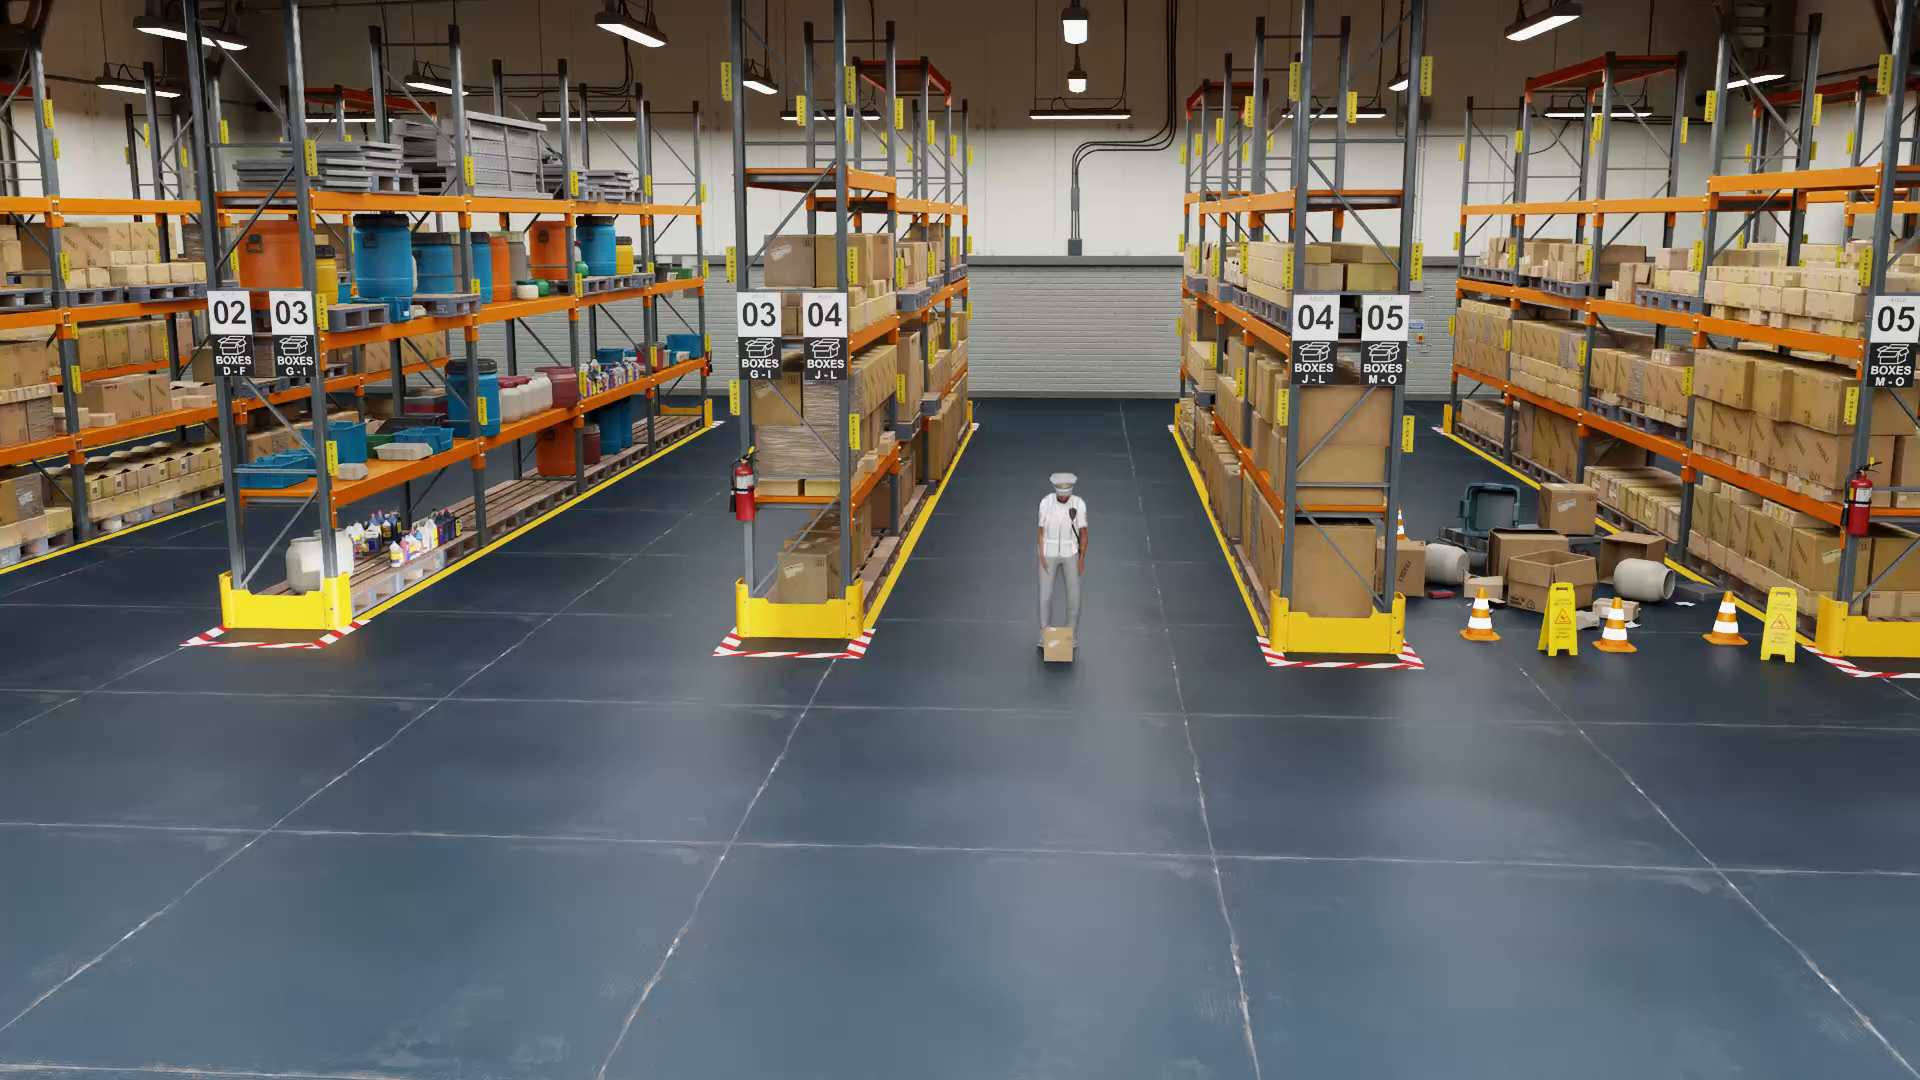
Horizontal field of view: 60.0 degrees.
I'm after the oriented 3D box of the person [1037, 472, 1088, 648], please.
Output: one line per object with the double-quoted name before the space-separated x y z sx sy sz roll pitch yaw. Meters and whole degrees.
"person" 0.936 0.181 15.151 0.461 1.614 0.460 1 11 5
